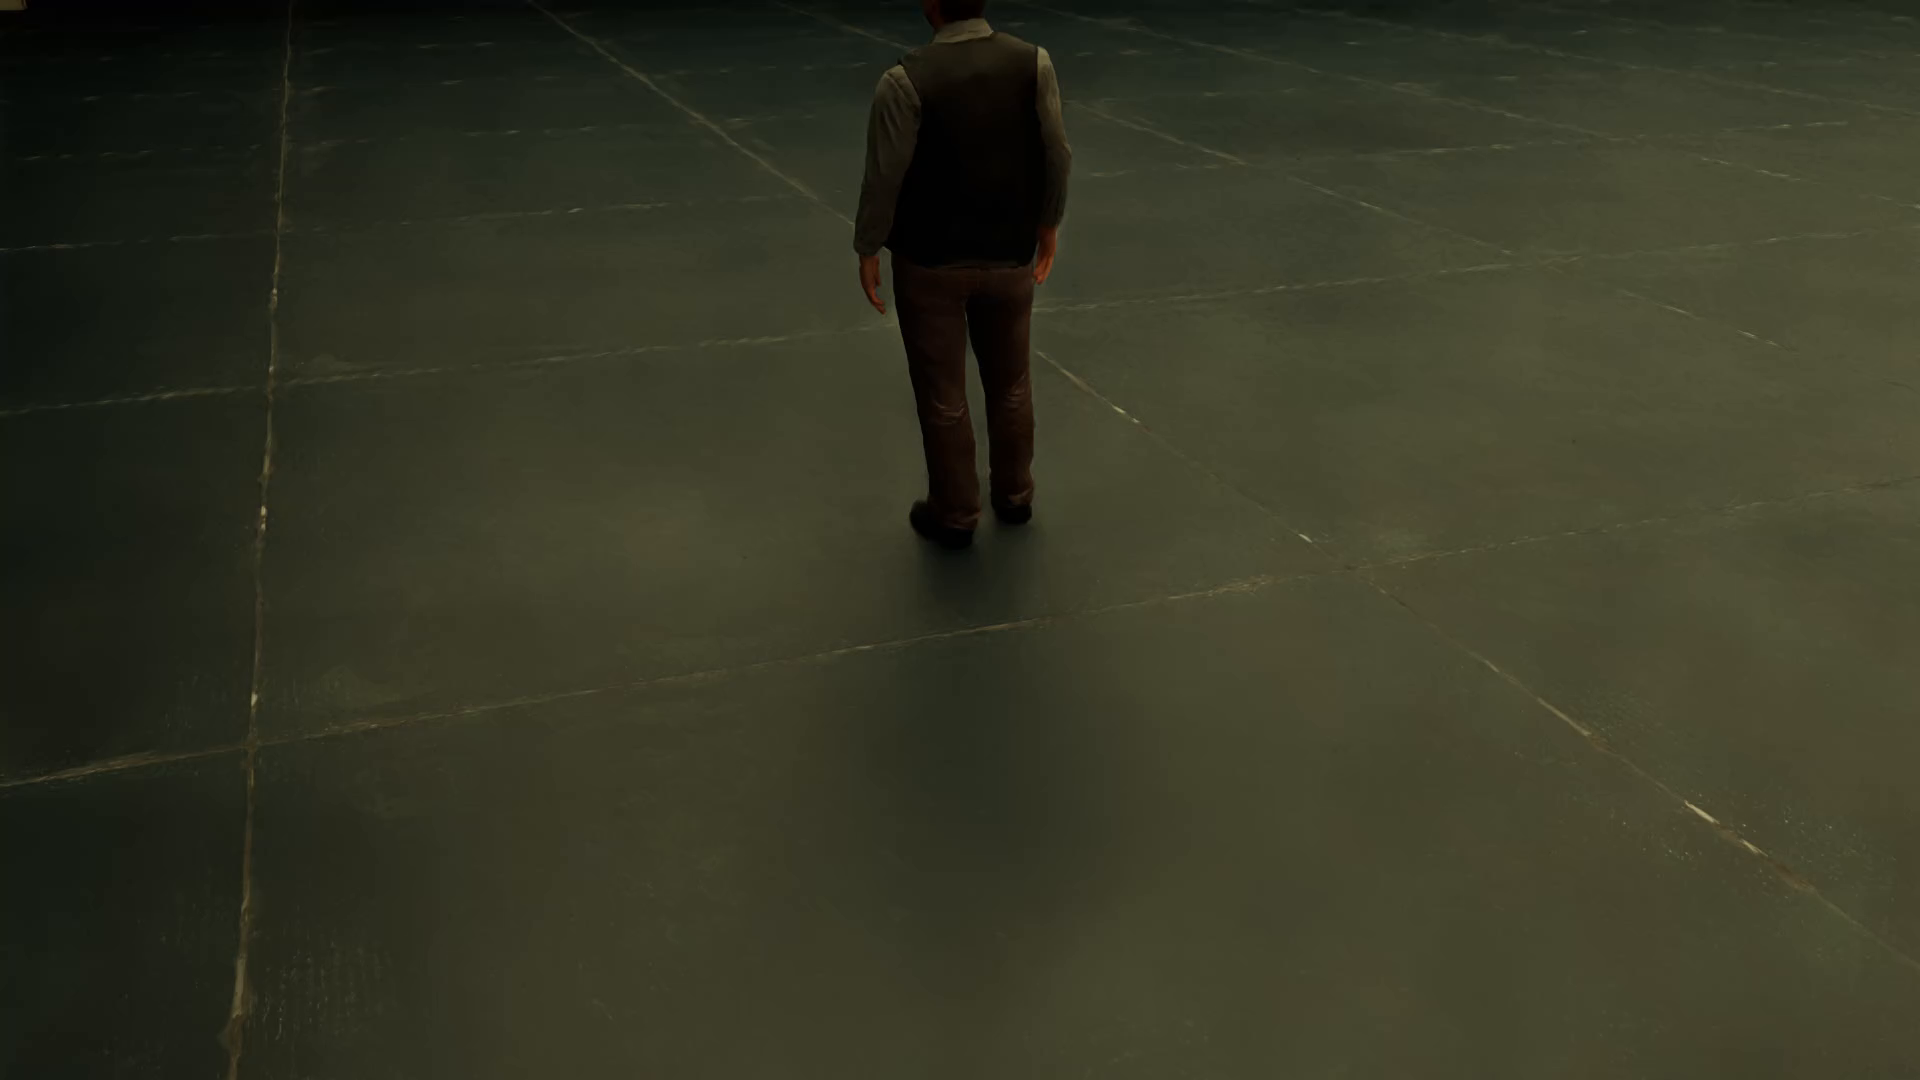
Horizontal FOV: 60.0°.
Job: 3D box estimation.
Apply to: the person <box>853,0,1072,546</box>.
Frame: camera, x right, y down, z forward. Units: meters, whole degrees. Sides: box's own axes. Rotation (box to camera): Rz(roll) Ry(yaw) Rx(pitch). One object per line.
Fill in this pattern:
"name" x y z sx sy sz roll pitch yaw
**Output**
"person" -0.014 -0.824 4.800 0.632 1.720 0.567 -8 24 -18
